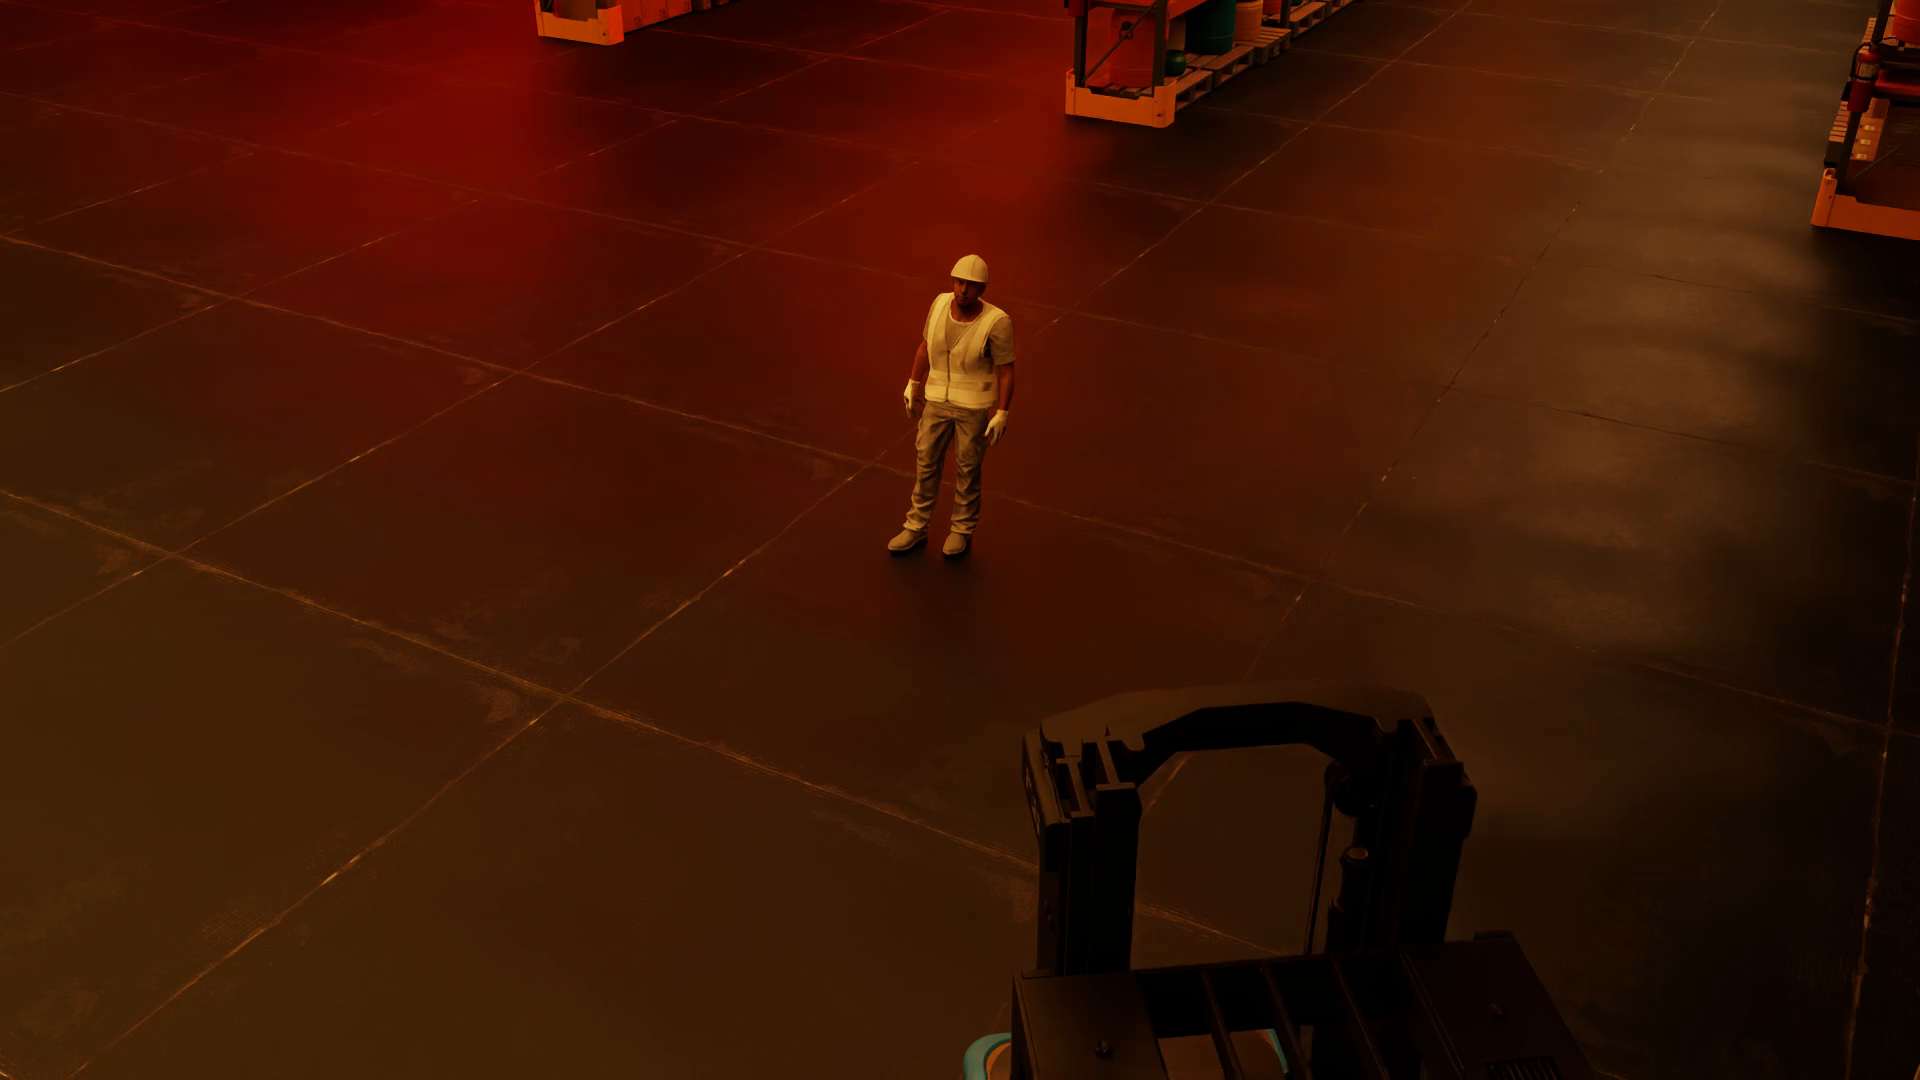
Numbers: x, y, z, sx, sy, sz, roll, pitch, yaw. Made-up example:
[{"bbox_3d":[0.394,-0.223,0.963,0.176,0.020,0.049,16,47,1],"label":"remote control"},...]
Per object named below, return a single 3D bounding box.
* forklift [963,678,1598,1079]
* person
[{"bbox_3d":[0.684,1.908,3.765,1.130,2.935,3.031,-3,30,-6],"label":"forklift"},{"bbox_3d":[-0.043,-0.749,9.503,0.656,1.782,0.576,15,33,25],"label":"person"}]
